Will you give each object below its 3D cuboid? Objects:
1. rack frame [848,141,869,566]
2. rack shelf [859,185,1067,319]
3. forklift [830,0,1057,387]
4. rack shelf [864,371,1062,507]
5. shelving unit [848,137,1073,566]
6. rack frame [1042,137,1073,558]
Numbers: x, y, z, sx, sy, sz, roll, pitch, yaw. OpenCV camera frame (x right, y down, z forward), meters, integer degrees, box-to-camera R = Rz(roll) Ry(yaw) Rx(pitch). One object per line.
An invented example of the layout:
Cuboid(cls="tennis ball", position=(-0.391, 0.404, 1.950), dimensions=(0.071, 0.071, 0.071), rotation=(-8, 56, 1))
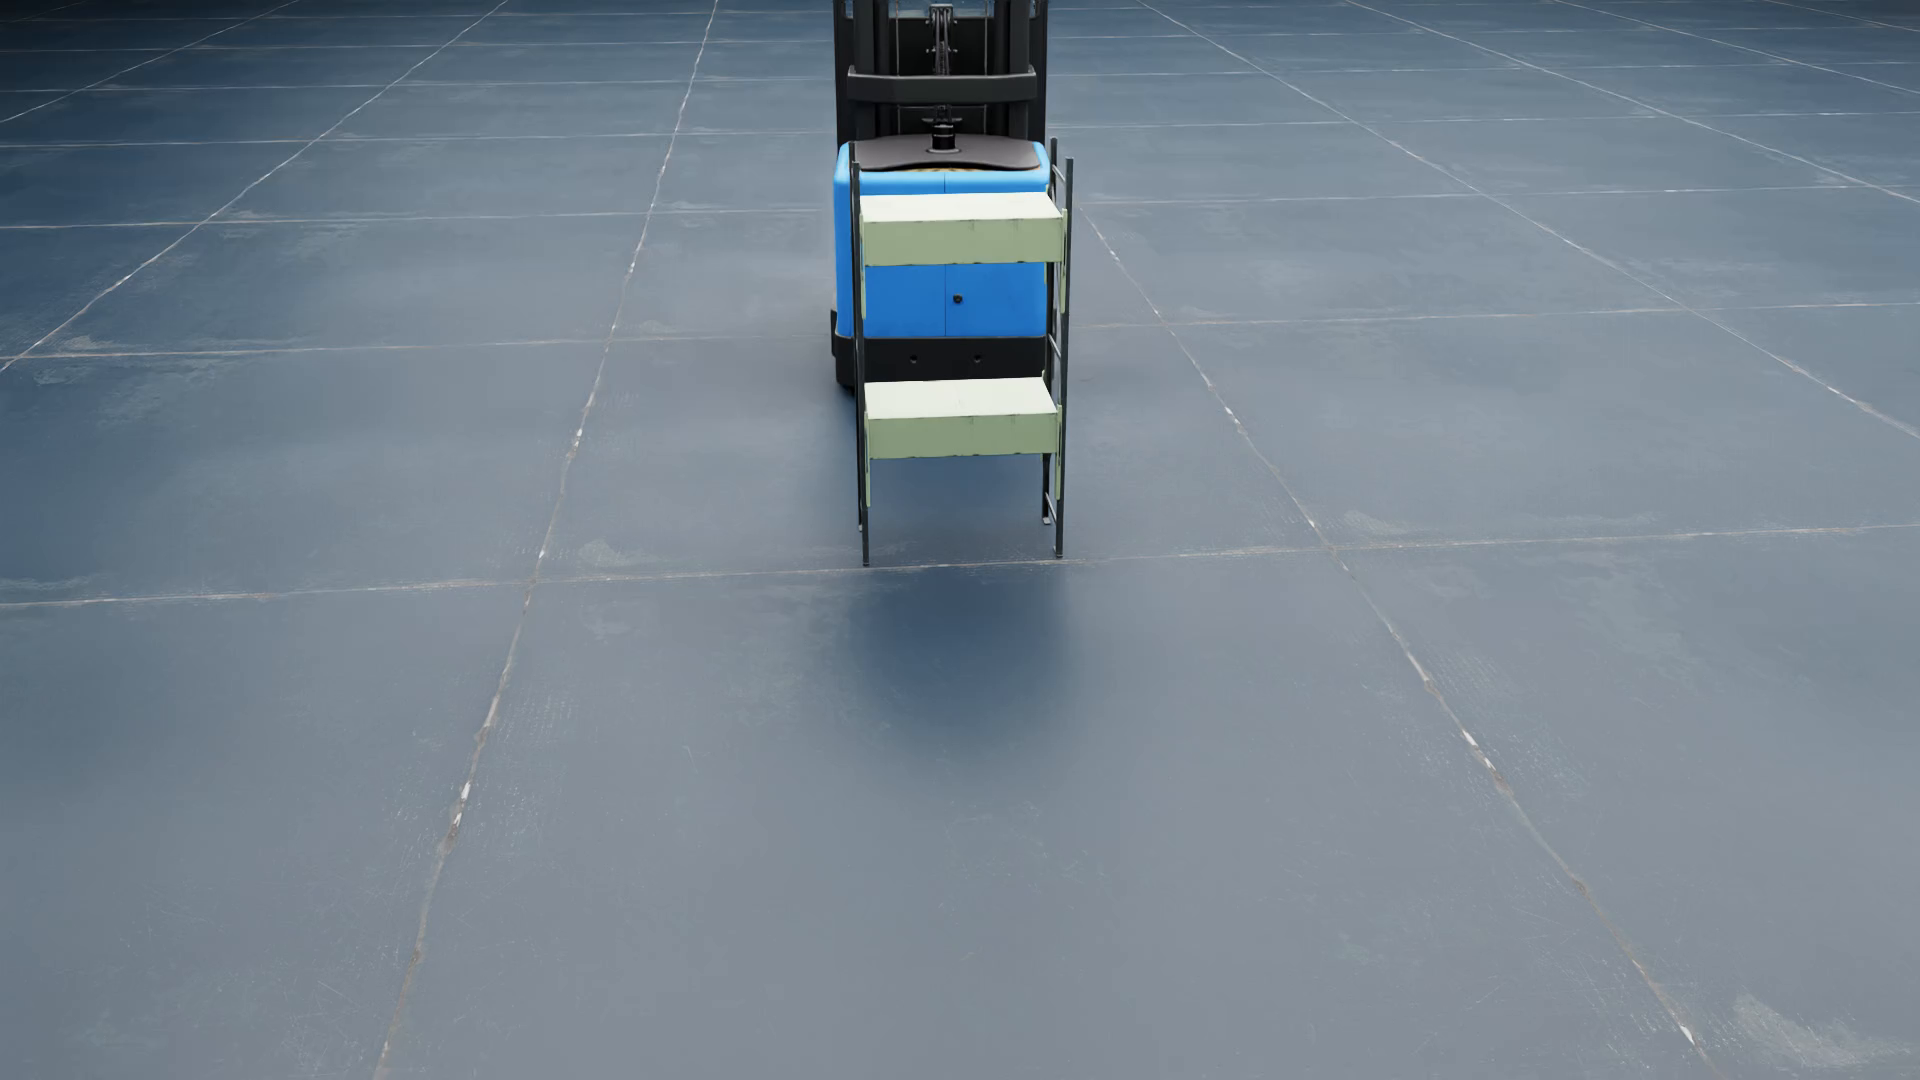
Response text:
Cuboid(cls="rack frame", position=(-0.371, -0.670, 6.105), dimensions=(0.023, 1.500, 0.400), rotation=(-2, 24, -5))
Cuboid(cls="rack shelf", position=(-0.007, -1.042, 5.979), dimensions=(0.720, 0.370, 0.431), rotation=(-2, 24, -5))
Cuboid(cls="forklift", position=(-0.105, -2.620, 8.729), dimensions=(1.130, 2.935, 3.031), rotation=(-1, 24, -1))
Cuboid(cls="rack shelf", position=(-0.007, -0.387, 6.270), dimensions=(0.720, 0.370, 0.431), rotation=(-2, 24, -5))
Cuboid(cls="shelving unit", position=(-0.007, -0.685, 6.138), dimensions=(0.755, 1.500, 0.431), rotation=(-2, 24, -5))
Cuboid(cls="rack frame", position=(0.358, -0.700, 6.170), dimensions=(0.023, 1.500, 0.400), rotation=(-2, 24, -5))
